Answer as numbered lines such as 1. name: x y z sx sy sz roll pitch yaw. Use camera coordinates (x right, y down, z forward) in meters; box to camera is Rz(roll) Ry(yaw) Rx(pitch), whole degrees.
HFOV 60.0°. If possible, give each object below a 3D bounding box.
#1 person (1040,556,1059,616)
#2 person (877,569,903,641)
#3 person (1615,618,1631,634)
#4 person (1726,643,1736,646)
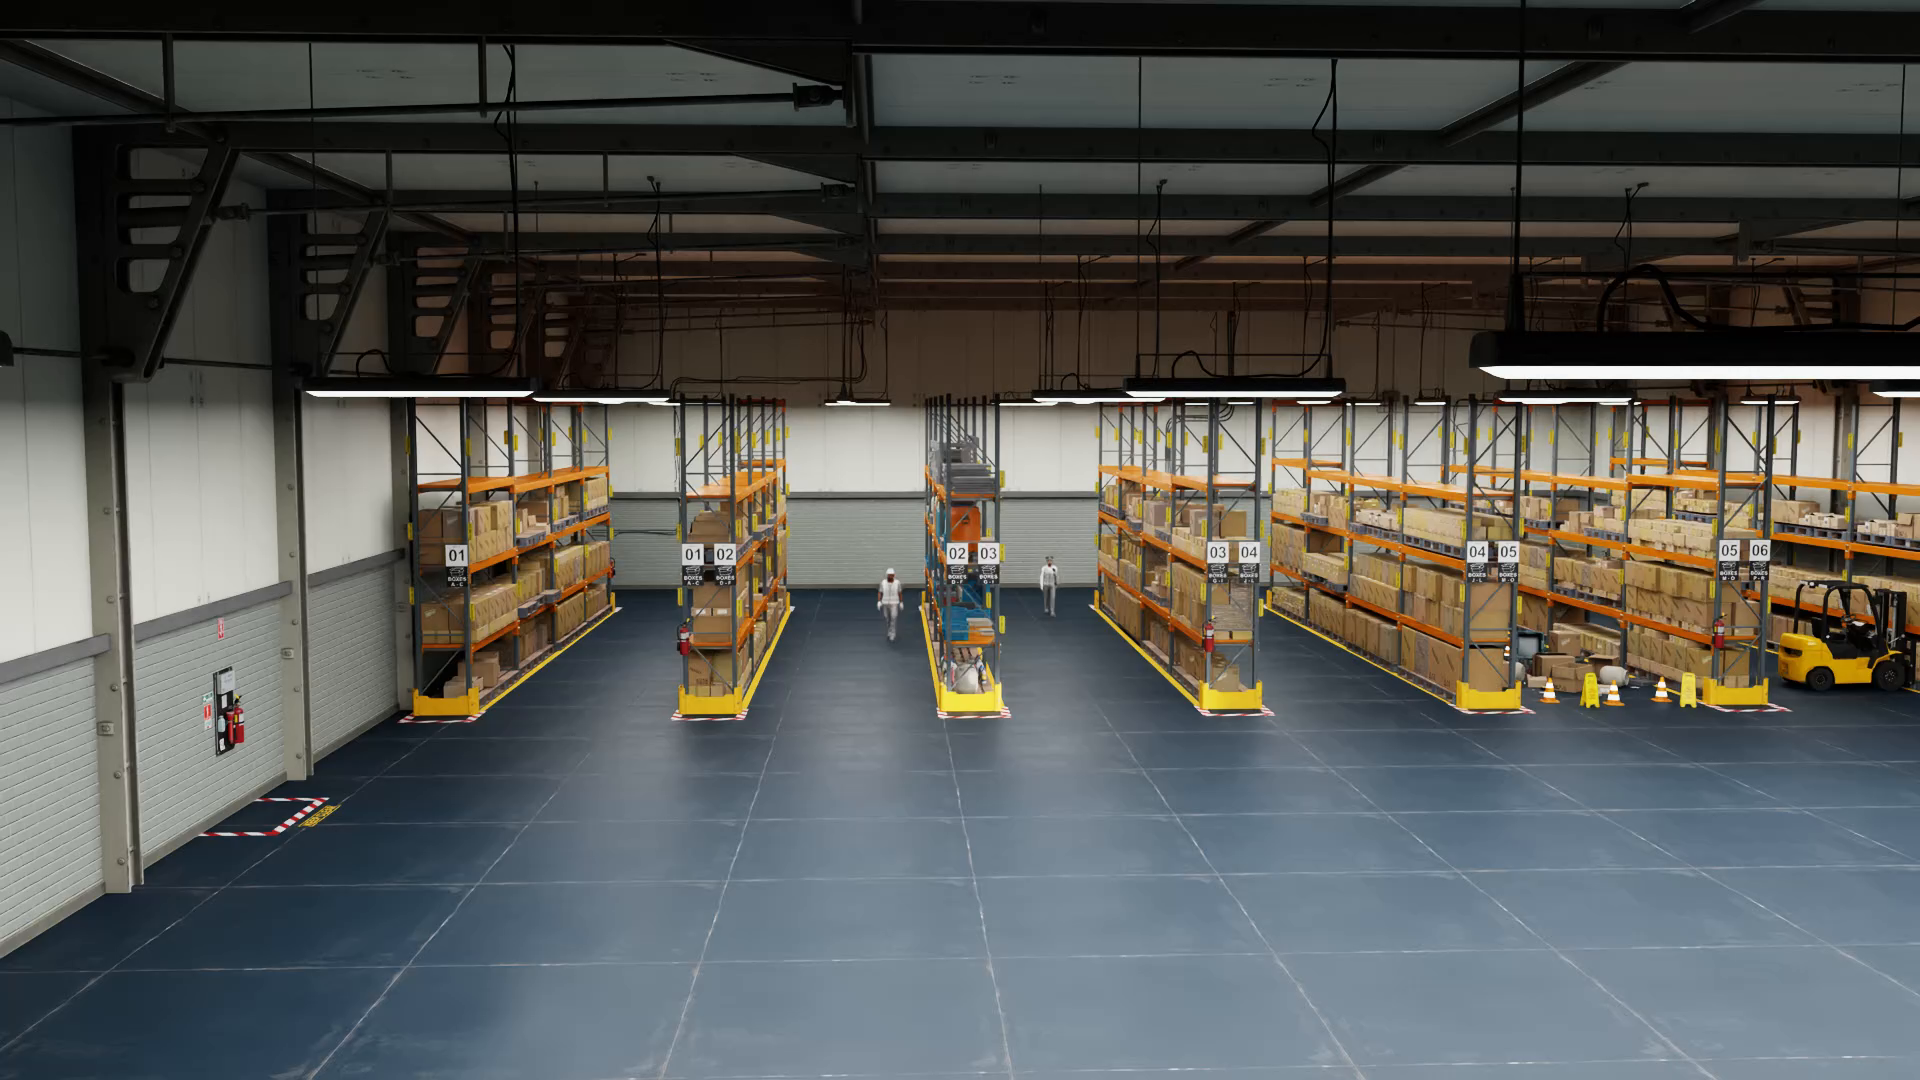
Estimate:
1. person: 2.484 1.246 46.093 0.532 1.610 1.034 0 5 0
2. person: -1.753 1.579 41.122 0.585 1.721 0.995 1 5 11
3. person: 16.542 1.606 41.292 0.610 1.741 0.581 -2 5 -27
4. person: 16.723 1.999 36.166 0.614 1.791 0.524 -2 5 -20
